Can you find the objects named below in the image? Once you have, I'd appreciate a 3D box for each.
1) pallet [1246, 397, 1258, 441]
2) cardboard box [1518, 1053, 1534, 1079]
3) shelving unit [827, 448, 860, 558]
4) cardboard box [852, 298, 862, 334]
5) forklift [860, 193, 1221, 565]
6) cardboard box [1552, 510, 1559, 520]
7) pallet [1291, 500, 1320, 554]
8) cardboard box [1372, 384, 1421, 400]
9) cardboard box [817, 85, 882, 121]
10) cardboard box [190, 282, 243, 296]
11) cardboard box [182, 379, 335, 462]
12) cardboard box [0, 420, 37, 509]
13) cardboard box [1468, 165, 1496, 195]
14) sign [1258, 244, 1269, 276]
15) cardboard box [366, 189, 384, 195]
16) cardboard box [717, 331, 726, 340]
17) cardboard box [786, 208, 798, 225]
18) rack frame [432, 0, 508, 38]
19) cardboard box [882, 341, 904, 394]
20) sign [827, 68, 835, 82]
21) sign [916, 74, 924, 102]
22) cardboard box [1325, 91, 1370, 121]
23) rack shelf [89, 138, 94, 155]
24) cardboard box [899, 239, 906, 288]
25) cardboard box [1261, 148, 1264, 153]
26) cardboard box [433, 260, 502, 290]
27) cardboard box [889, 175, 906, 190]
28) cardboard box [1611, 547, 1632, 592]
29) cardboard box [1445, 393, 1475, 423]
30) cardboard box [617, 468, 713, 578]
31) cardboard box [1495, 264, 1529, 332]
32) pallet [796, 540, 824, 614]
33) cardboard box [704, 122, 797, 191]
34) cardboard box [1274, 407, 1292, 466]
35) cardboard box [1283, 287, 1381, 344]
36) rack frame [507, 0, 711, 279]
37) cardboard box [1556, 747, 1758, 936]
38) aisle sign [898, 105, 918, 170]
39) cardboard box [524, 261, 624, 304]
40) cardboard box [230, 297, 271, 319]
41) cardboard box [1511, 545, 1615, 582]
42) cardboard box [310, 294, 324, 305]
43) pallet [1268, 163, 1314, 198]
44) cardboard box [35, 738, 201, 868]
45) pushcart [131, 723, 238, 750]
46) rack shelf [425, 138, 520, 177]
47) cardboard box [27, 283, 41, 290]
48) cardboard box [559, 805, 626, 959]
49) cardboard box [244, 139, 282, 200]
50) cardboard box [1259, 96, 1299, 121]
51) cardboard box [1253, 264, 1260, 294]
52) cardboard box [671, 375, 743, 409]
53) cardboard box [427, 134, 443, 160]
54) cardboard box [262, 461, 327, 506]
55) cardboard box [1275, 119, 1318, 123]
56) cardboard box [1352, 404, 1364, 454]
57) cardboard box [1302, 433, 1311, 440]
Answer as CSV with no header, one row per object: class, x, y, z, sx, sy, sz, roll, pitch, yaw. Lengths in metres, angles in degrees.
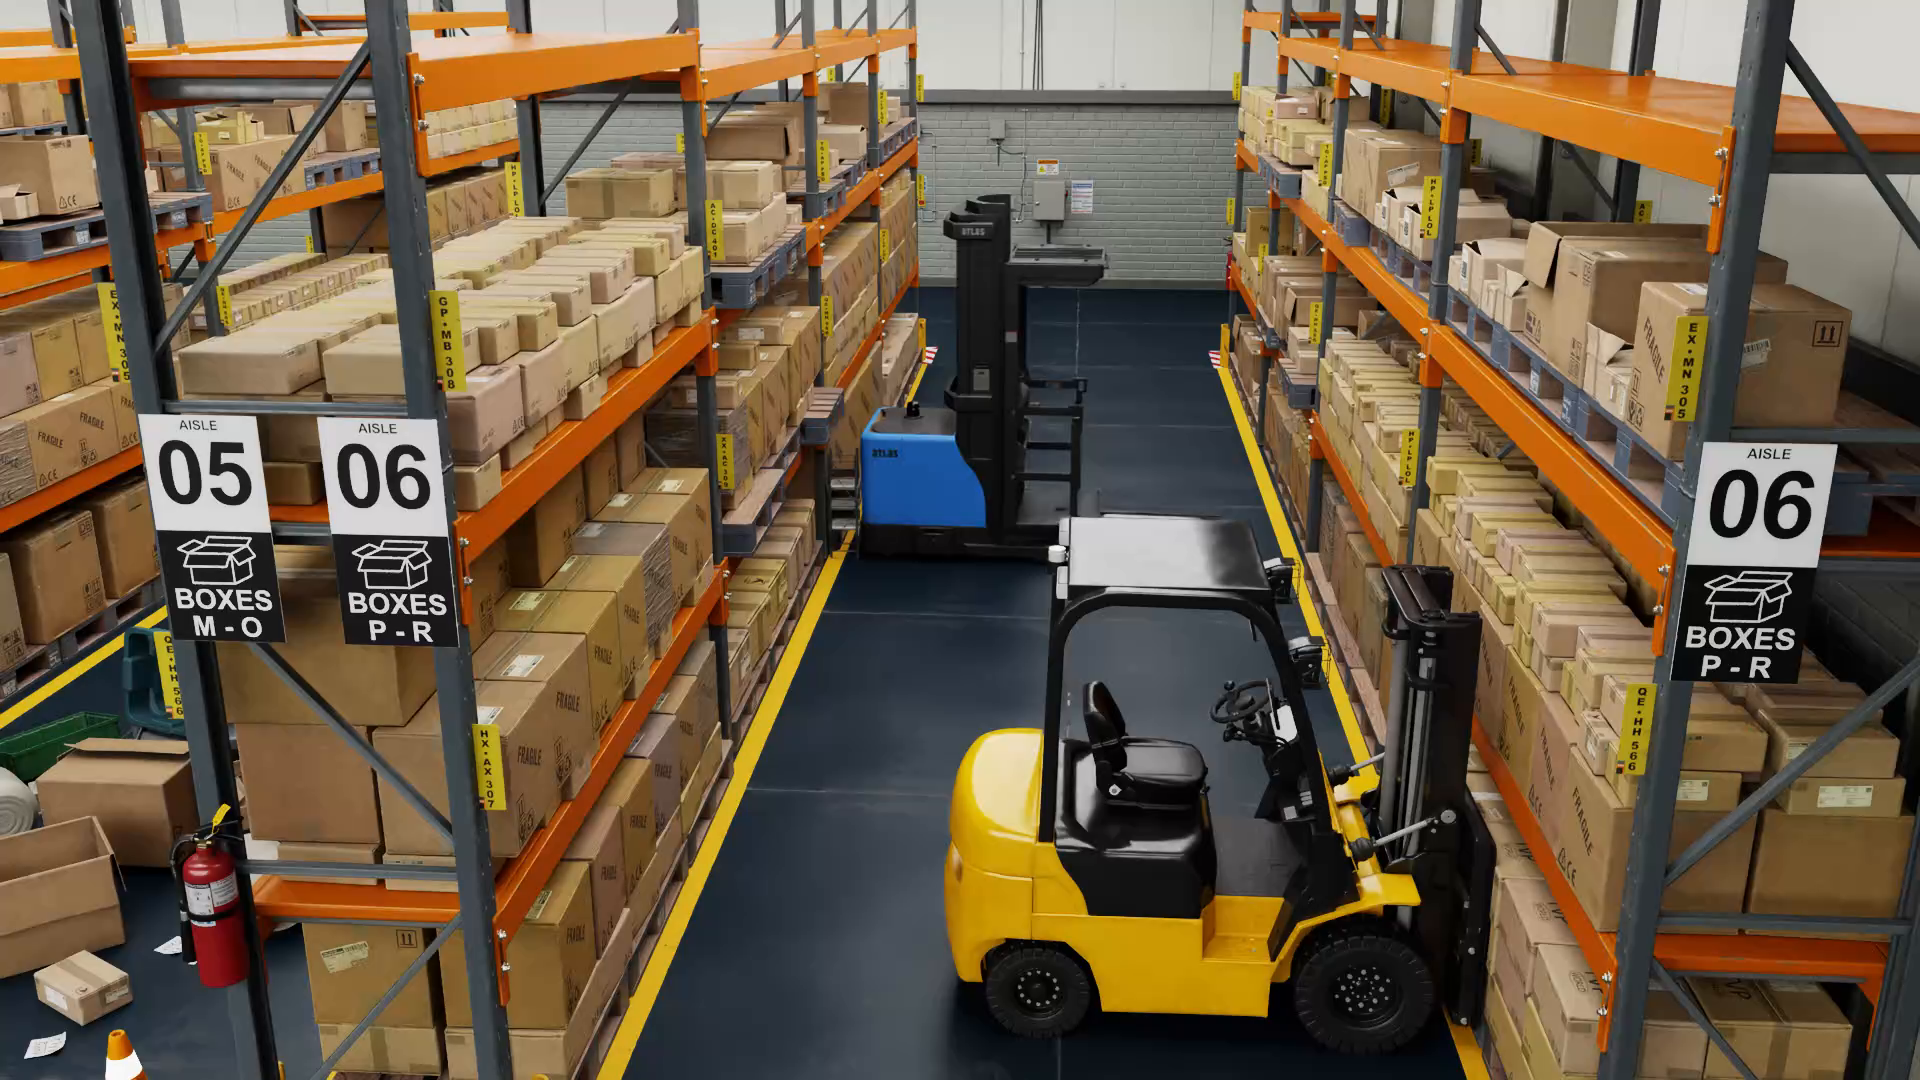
pallet,3.677,-1.313,18.092,1.003,0.211,1.213,1,18,4
cardboard box,2.485,2.256,6.463,0.500,0.250,0.500,1,18,4
shelving unit,-0.970,-0.307,13.913,0.258,0.900,0.210,0,18,0
cardboard box,-1.193,-2.083,15.401,0.500,0.250,0.500,2,18,5
forklift,0.716,-1.348,13.831,3.031,2.935,1.130,2,18,5
cardboard box,3.303,-0.112,8.746,0.380,0.149,0.250,1,18,2
pallet,3.431,-0.089,14.355,1.003,0.211,1.213,1,18,4
cardboard box,3.019,-0.962,11.340,0.380,0.149,0.250,1,18,4
cardboard box,-1.260,-4.676,18.058,0.797,0.503,0.637,3,18,8
cardboard box,-6.883,-2.299,15.394,0.380,0.149,0.250,2,18,7
cardboard box,-2.417,-0.468,5.981,0.500,0.250,0.500,1,18,3
cardboard box,-6.501,-0.491,10.944,0.500,0.500,0.500,1,18,4
cardboard box,3.543,-2.553,11.987,0.500,0.250,0.500,1,18,4
sign,3.085,-2.846,16.902,0.100,0.325,0.005,1,18,4
cardboard box,-6.474,-3.591,18.320,0.500,0.500,0.500,1,18,2
cardboard box,-1.936,-1.219,12.014,0.500,0.500,0.500,2,18,5
cardboard box,-1.434,-2.419,12.573,0.380,0.149,0.250,1,18,4
rack frame,-5.983,-6.707,20.440,1.000,3.000,0.127,1,18,4
cardboard box,-1.109,-1.988,19.112,0.875,0.438,0.875,1,18,2
sign,-1.591,-5.670,20.561,0.100,0.325,0.005,1,18,4
sign,-0.498,-5.569,20.490,0.100,0.325,0.005,1,18,4
cardboard box,3.687,-4.137,15.840,0.396,0.266,0.258,1,18,4
rack shelf,-11.066,-4.461,19.557,1.077,0.370,4.000,1,18,4
cardboard box,-0.911,-3.193,19.189,0.500,0.500,0.500,2,18,6
cardboard box,3.489,-4.246,18.149,0.380,0.149,0.250,1,18,4
cardboard box,-2.275,-1.160,7.451,0.380,0.149,0.250,2,18,5
cardboard box,-0.852,-4.253,19.778,0.380,0.149,0.250,2,18,5
cardboard box,3.158,0.143,7.489,0.380,0.149,0.250,2,18,5
cardboard box,3.448,-0.873,11.068,0.380,0.149,0.250,1,18,4
cardboard box,-1.682,-0.096,9.259,0.500,0.500,0.500,1,18,3
cardboard box,2.644,-1.095,7.511,0.396,0.266,0.258,1,18,3
pallet,-1.669,0.275,13.244,1.003,0.211,1.213,1,18,4
cardboard box,-1.735,-3.087,13.369,0.797,0.503,0.637,0,18,1
cardboard box,3.299,-0.971,15.910,0.500,0.500,0.500,1,18,2
cardboard box,3.272,-1.943,14.694,0.797,0.503,0.637,1,18,3
rack frame,-1.898,-2.901,8.825,1.000,3.000,0.127,1,18,4
cardboard box,2.539,1.096,6.102,0.500,0.500,0.500,1,18,3
aisle sign,-0.724,-5.028,20.775,0.394,0.787,0.004,1,18,4
cardboard box,-1.719,-1.148,7.415,0.380,0.149,0.250,2,18,5
cardboard box,-6.291,-2.033,14.585,0.380,0.149,0.250,1,18,4
cardboard box,2.721,0.134,7.516,0.380,0.149,0.250,1,18,4
cardboard box,-6.215,-2.223,15.640,0.380,0.149,0.250,2,18,6
pallet,3.438,-3.238,14.973,1.213,0.211,1.003,1,18,4
cardboard box,-4.526,1.421,9.059,0.797,0.637,0.503,1,18,4
pushcart,-4.176,1.161,10.275,1.648,0.377,0.936,-5,19,-15
rack shelf,-6.126,-4.319,19.124,1.077,0.370,4.000,1,18,4
cardboard box,-10.802,-2.966,19.062,0.380,0.149,0.250,1,18,2
cardboard box,-1.817,1.529,7.478,0.500,0.500,0.500,1,18,2
cardboard box,-6.221,-3.171,14.307,0.500,0.500,0.500,1,18,4
cardboard box,3.495,-4.635,17.895,0.500,0.250,0.500,2,18,5
cardboard box,3.441,-2.815,17.959,0.500,0.250,0.500,1,18,4
cardboard box,-1.512,-0.885,9.952,0.380,0.149,0.250,1,18,4
cardboard box,-5.946,-4.262,18.036,0.500,0.250,0.500,1,18,3
cardboard box,-2.438,-0.231,5.897,0.380,0.149,0.250,1,18,4
cardboard box,3.219,-3.952,15.941,0.380,0.149,0.250,2,18,5
cardboard box,2.960,-0.740,11.302,0.500,0.250,0.500,2,18,5
cardboard box,3.174,-0.828,14.431,0.380,0.149,0.250,1,18,2
